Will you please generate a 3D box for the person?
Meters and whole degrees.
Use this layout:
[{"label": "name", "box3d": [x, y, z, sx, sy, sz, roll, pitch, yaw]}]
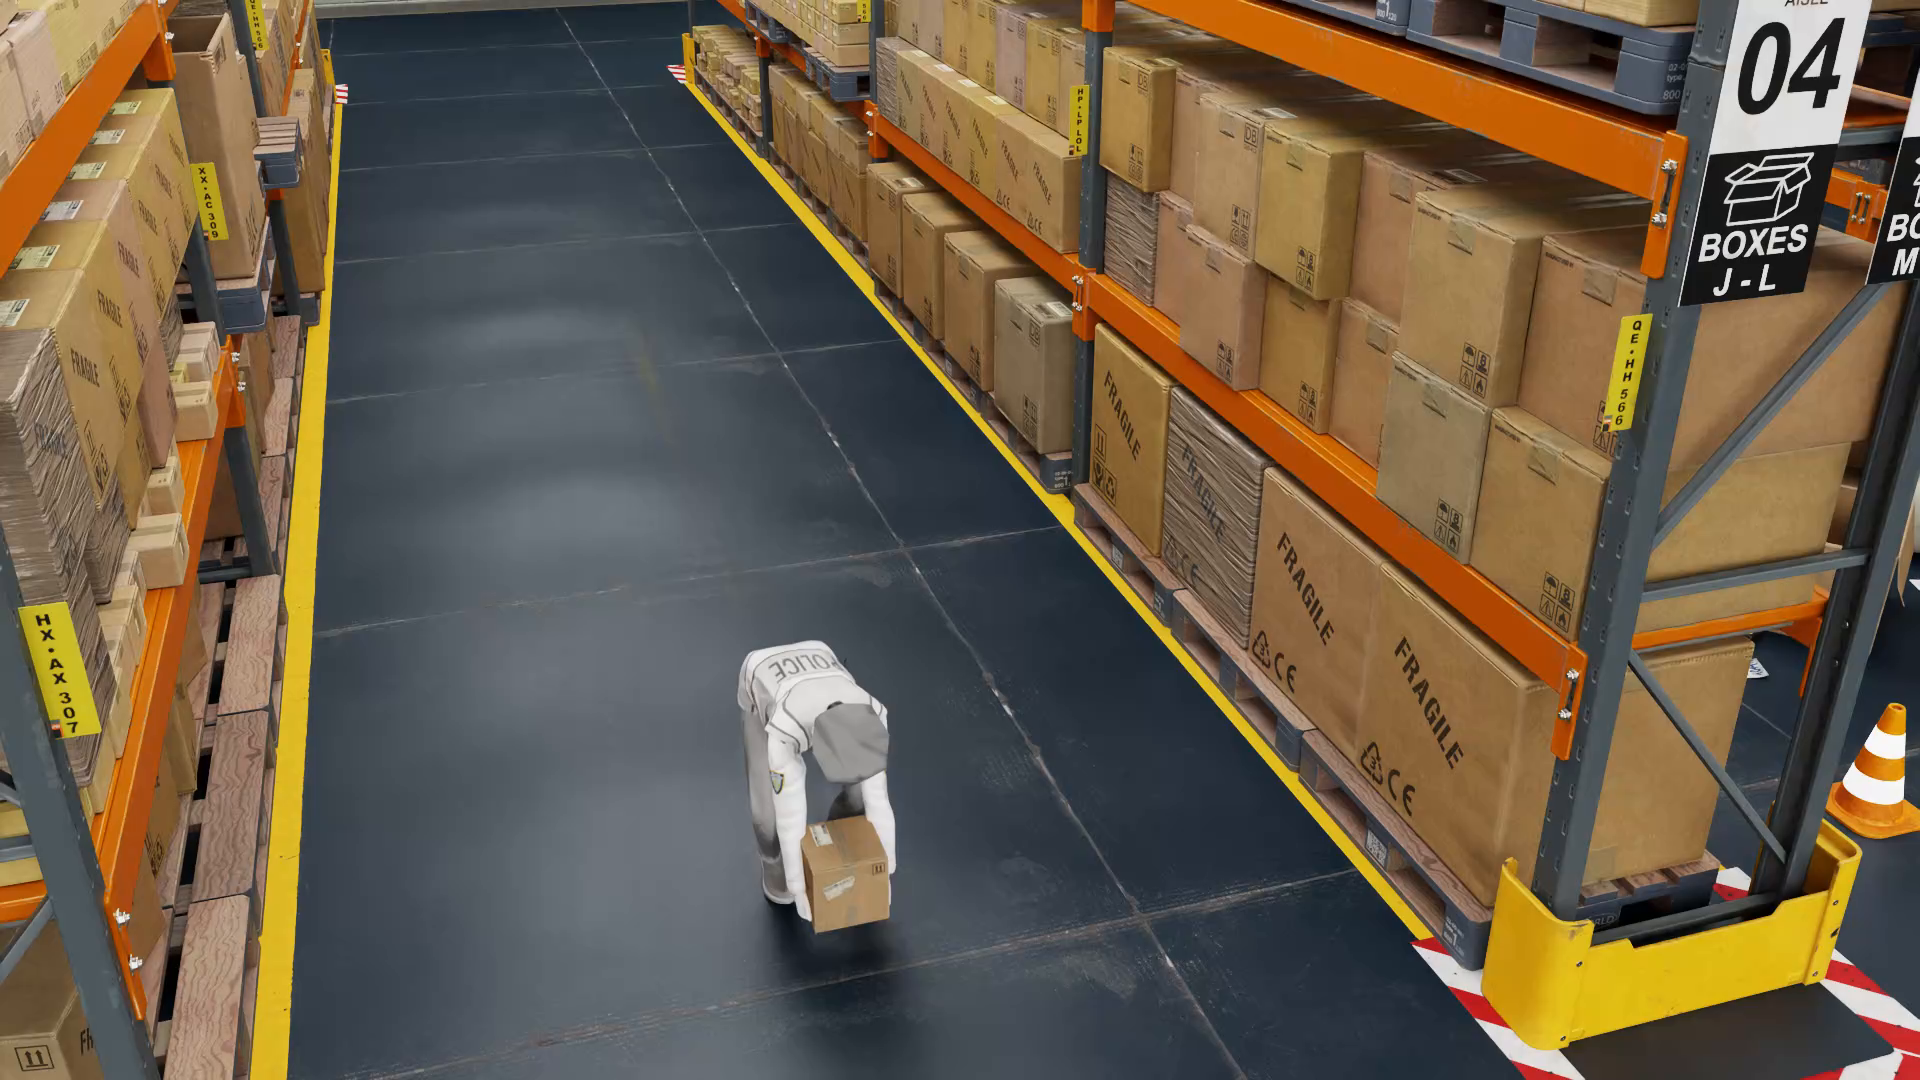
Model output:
[{"label": "person", "box3d": [-0.484, 0.841, 5.660, 0.448, 1.013, 0.921, -10, 28, -18]}]
